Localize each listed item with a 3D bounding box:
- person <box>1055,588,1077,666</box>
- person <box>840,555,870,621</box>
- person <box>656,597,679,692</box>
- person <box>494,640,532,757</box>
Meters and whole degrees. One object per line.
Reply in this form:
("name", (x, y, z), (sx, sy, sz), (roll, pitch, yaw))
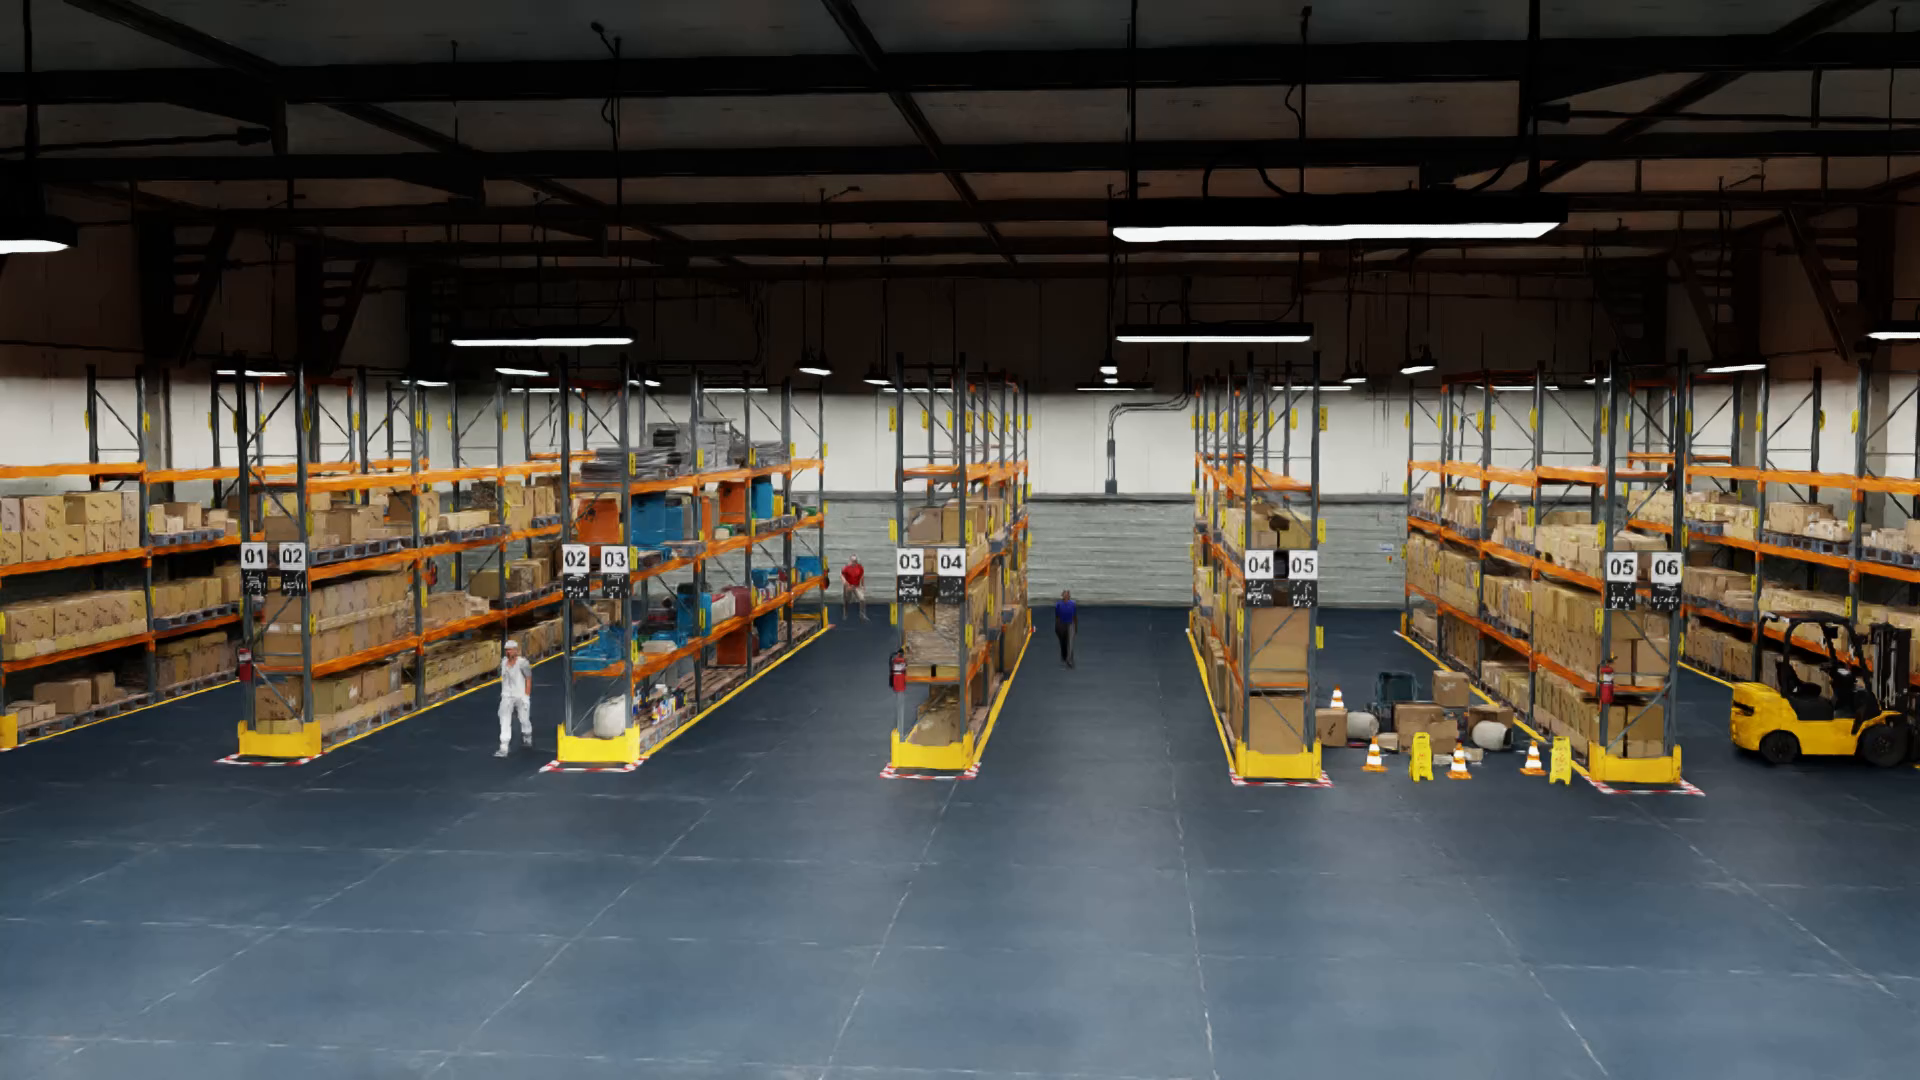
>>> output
("person", (2.171, 1.779, 34.164), (0.447, 1.560, 1.088), (1, 4, 8))
("person", (-2.674, 1.191, 41.842), (0.704, 1.661, 0.849), (-1, 4, -13))
("person", (-5.198, 1.840, 29.472), (0.572, 1.665, 0.591), (1, 4, 16))
("person", (-6.706, 2.356, 25.021), (0.557, 1.736, 1.045), (0, 4, 6))
